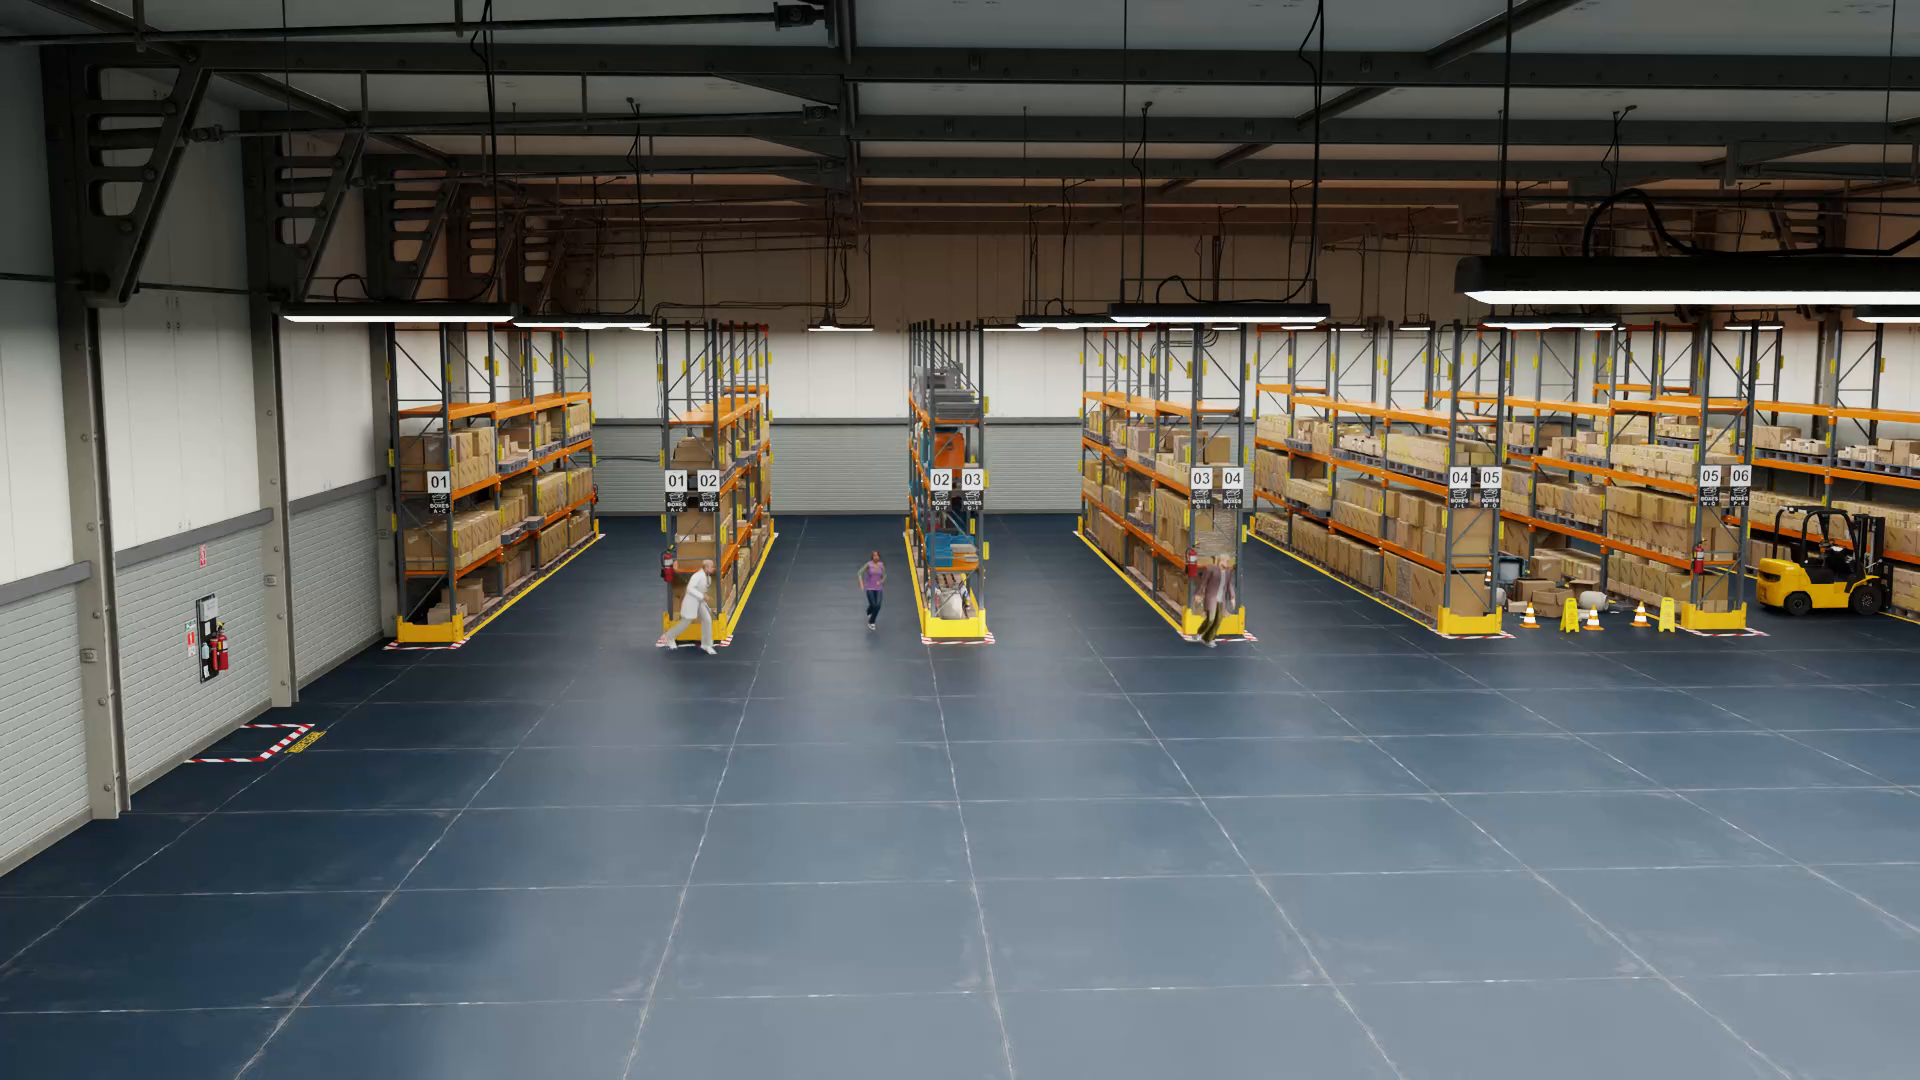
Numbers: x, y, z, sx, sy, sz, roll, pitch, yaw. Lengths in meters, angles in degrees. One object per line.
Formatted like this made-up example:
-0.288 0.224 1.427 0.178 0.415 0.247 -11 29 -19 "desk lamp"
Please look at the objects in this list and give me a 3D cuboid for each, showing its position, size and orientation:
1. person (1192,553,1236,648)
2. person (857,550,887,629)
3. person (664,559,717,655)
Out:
4.661 1.105 30.565 0.715 1.761 0.587 -5 8 -32 "person"
-1.688 0.973 32.406 0.549 1.546 0.521 -3 8 -21 "person"
-4.873 1.200 30.012 1.094 1.743 0.745 2 7 18 "person"
